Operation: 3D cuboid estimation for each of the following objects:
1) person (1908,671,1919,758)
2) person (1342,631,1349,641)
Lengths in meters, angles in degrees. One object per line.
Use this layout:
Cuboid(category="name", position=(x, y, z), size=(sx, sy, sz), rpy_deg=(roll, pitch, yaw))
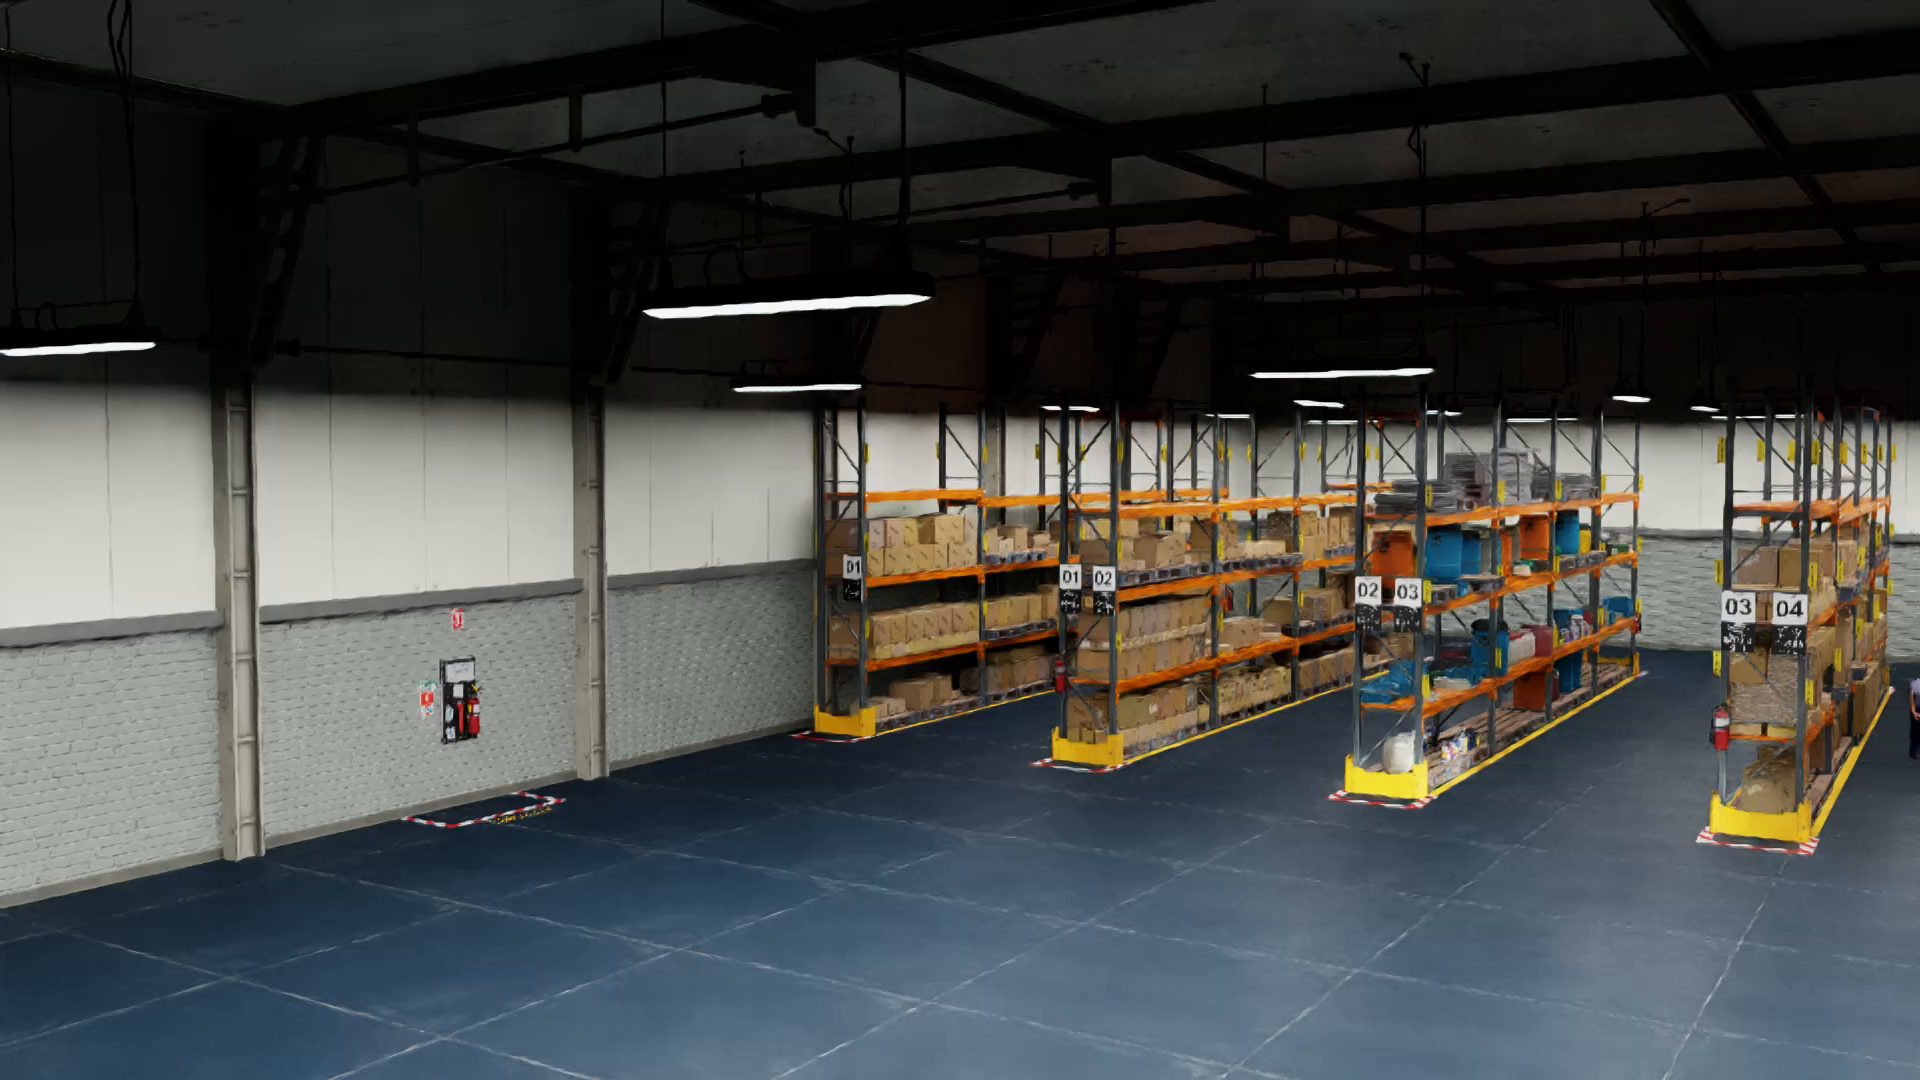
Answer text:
Cuboid(category="person", position=(15.548, 2.790, 26.821), size=(0.478, 1.580, 0.999), rpy_deg=(1, 3, 24))
Cuboid(category="person", position=(10.128, 1.858, 42.892), size=(0.643, 1.751, 0.529), rpy_deg=(-1, 3, -20))
